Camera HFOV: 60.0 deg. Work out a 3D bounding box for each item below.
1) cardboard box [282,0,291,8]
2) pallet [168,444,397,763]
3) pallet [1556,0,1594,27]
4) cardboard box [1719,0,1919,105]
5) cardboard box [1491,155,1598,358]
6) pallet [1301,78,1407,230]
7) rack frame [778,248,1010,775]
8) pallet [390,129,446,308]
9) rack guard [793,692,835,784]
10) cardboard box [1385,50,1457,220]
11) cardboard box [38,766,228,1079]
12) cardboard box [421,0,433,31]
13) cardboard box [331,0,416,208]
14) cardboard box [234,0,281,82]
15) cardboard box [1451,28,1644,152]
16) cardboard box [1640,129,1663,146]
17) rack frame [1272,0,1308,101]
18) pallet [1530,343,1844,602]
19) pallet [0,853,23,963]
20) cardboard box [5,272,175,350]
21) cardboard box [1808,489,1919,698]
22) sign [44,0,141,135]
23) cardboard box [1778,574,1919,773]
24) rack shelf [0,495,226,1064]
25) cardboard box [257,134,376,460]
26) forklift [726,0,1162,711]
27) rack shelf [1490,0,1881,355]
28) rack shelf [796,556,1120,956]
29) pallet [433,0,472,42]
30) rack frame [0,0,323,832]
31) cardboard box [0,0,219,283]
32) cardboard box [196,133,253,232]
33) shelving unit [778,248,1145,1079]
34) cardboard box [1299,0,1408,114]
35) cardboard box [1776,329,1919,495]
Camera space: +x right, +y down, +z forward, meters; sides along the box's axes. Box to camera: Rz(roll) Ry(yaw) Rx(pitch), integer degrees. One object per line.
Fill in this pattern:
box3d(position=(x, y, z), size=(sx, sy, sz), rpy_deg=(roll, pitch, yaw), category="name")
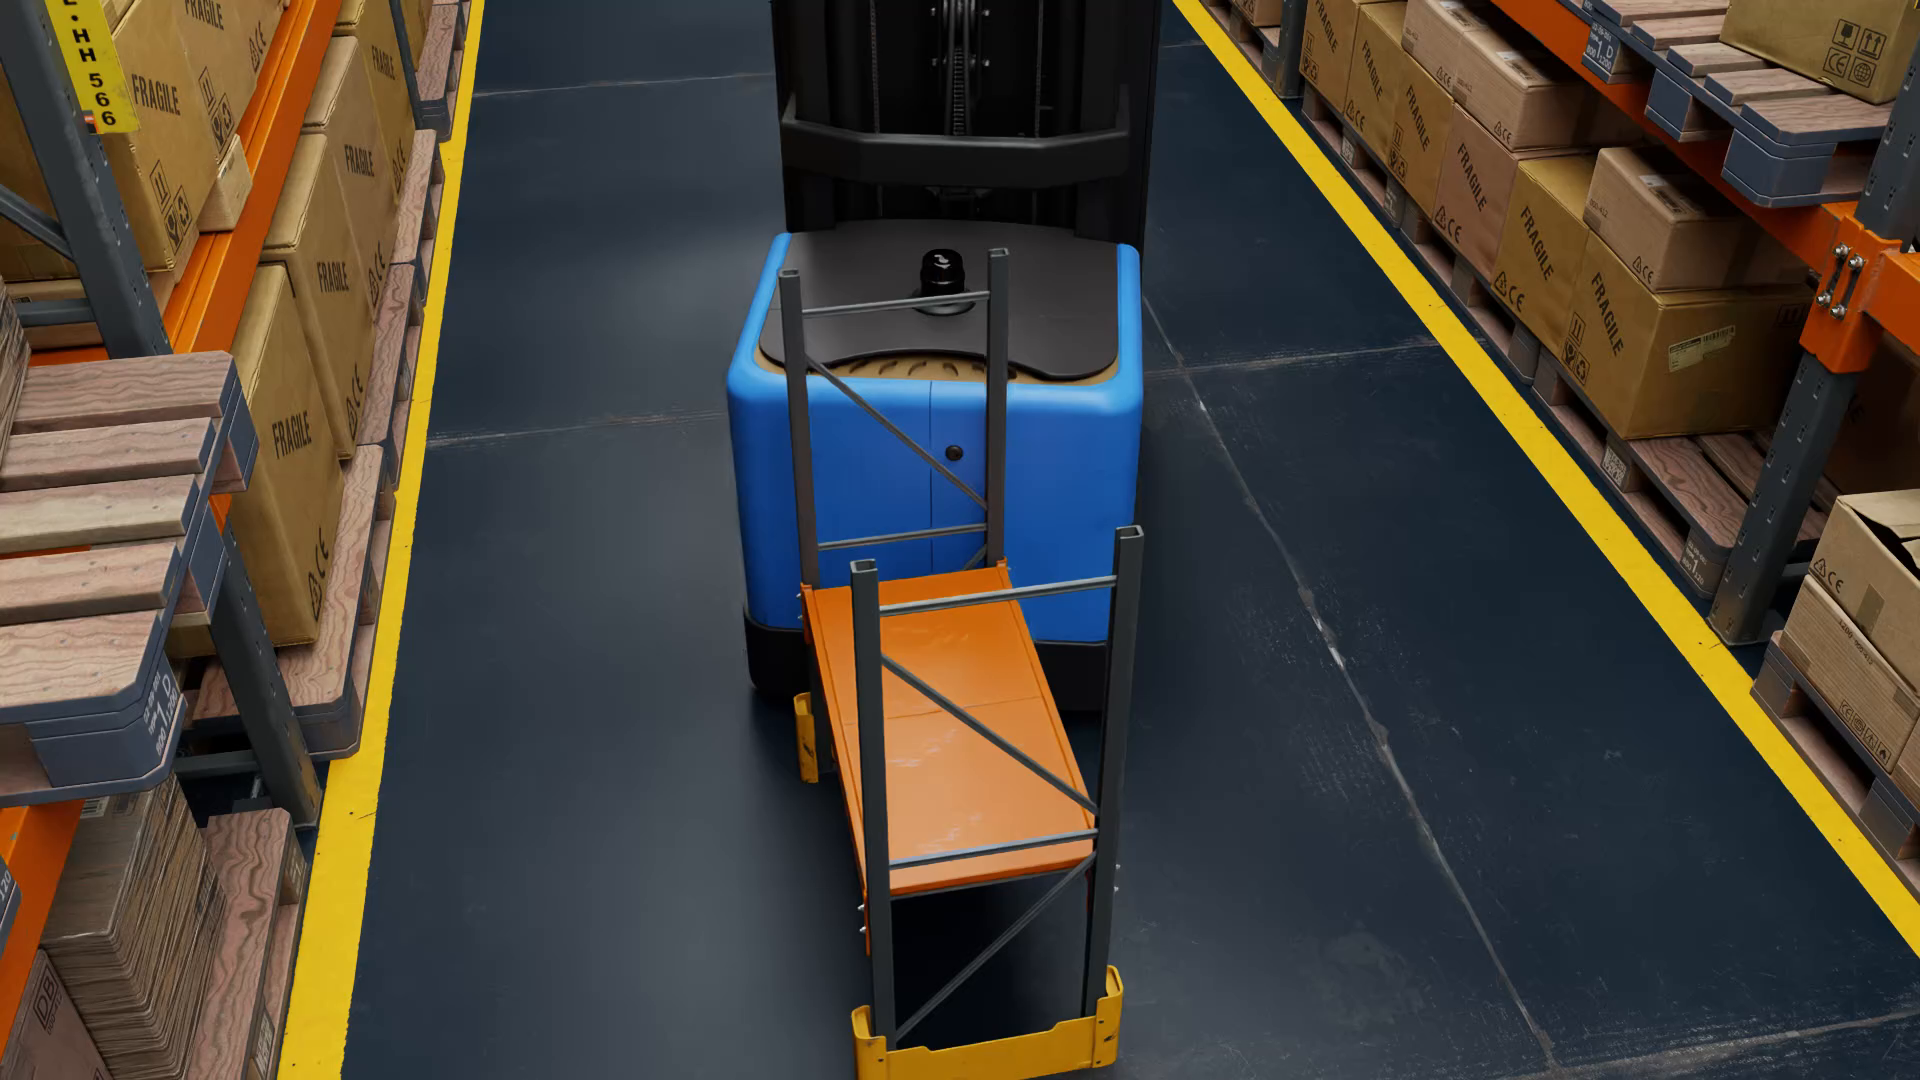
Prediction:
box3d(position=(-2.345, -1.802, 5.313), size=(0.380, 0.149, 0.250), rpy_deg=(-7, 38, -9), category="cardboard box")
box3d(position=(-2.225, 0.194, 4.828), size=(1.003, 0.211, 1.213), rpy_deg=(-6, 38, -8), category="pallet")
box3d(position=(2.370, -2.056, 5.608), size=(1.003, 0.211, 1.213), rpy_deg=(-6, 38, -8), category="pallet")
box3d(position=(2.494, -1.532, 4.353), size=(0.700, 0.500, 0.500), rpy_deg=(-19, 42, -23), category="cardboard box")
box3d(position=(2.230, -0.997, 5.767), size=(0.500, 0.500, 0.500), rpy_deg=(-8, 38, -10), category="cardboard box")
box3d(position=(2.194, -1.786, 7.376), size=(1.003, 0.211, 1.213), rpy_deg=(-6, 38, -8), category="pallet")
box3d(position=(-0.140, -0.005, 4.033), size=(0.500, 1.500, 0.032), rpy_deg=(-7, 38, -9), category="rack frame")
box3d(position=(-2.653, -1.280, 6.725), size=(1.003, 0.211, 1.213), rpy_deg=(-6, 38, -8), category="pallet")
box3d(position=(-0.140, 0.490, 4.416), size=(0.587, 0.250, 0.087), rpy_deg=(-7, 38, -9), category="rack guard")
box3d(position=(2.044, -1.619, 6.567), size=(0.500, 0.500, 0.500), rpy_deg=(-6, 38, -7), category="cardboard box")
box3d(position=(-1.984, 0.820, 3.429), size=(0.700, 0.500, 0.500), rpy_deg=(-6, 38, -7), category="cardboard box")
box3d(position=(-2.977, -2.784, 8.084), size=(0.700, 0.500, 0.500), rpy_deg=(-7, 38, -8), category="cardboard box")
box3d(position=(-2.620, -1.777, 6.503), size=(0.750, 0.750, 0.750), rpy_deg=(-6, 38, -7), category="cardboard box")
box3d(position=(-2.163, -1.526, 4.429), size=(0.500, 0.500, 0.500), rpy_deg=(-6, 38, -8), category="cardboard box")
box3d(position=(2.123, -1.631, 5.973), size=(0.500, 0.250, 0.500), rpy_deg=(-7, 38, -9), category="cardboard box")
box3d(position=(2.640, -1.384, 6.265), size=(0.500, 0.500, 0.500), rpy_deg=(-7, 38, -9), category="cardboard box")
box3d(position=(2.014, -3.374, 7.148), size=(1.000, 3.000, 0.127), rpy_deg=(-6, 38, -8), category="rack frame")
box3d(position=(2.622, -0.312, 5.479), size=(1.003, 0.211, 1.213), rpy_deg=(-6, 38, -8), category="pallet")
box3d(position=(-1.774, 0.844, 1.875), size=(1.003, 0.211, 1.213), rpy_deg=(-6, 38, -8), category="pallet")
box3d(position=(-1.991, -0.555, 3.708), size=(0.380, 0.149, 0.250), rpy_deg=(-7, 38, -9), category="cardboard box")
box3d(position=(2.518, 0.088, 4.133), size=(0.500, 0.311, 0.500), rpy_deg=(-5, 38, -6), category="cardboard box")
box3d(position=(-1.629, -0.913, 3.101), size=(0.100, 0.325, 0.005), rpy_deg=(-6, 38, -8), category="sign")
box3d(position=(2.518, 0.310, 4.305), size=(0.500, 0.250, 0.500), rpy_deg=(-6, 38, -8), category="cardboard box")
box3d(position=(-1.810, 1.069, 2.015), size=(1.077, 0.370, 4.000), rpy_deg=(-6, 38, -8), category="rack shelf")
box3d(position=(-2.308, -0.728, 5.152), size=(0.750, 0.750, 0.750), rpy_deg=(-6, 38, -8), category="cardboard box")
box3d(position=(0.034, -1.578, 4.892), size=(1.130, 2.935, 3.031), rpy_deg=(2, 38, 3), category="forklift")
box3d(position=(2.365, -1.882, 5.814), size=(1.077, 0.370, 4.000), rpy_deg=(-6, 38, -8), category="rack shelf")
box3d(position=(-0.038, 0.443, 3.750), size=(0.538, 0.185, 1.000), rpy_deg=(-7, 38, -9), category="rack shelf")
box3d(position=(-3.136, -2.944, 8.867), size=(1.003, 0.211, 1.213), rpy_deg=(-6, 38, -8), category="pallet")
box3d(position=(-2.161, -0.423, 3.349), size=(1.000, 3.000, 0.127), rpy_deg=(-6, 38, -8), category="rack frame")
box3d(position=(-1.994, -0.909, 3.634), size=(0.500, 0.500, 0.500), rpy_deg=(-5, 38, -7), category="cardboard box")
box3d(position=(-1.990, -0.878, 4.124), size=(0.380, 0.149, 0.250), rpy_deg=(-5, 38, -7), category="cardboard box")
box3d(position=(-0.039, 0.295, 3.647), size=(0.587, 1.500, 1.083), rpy_deg=(-7, 38, -9), category="shelving unit")
box3d(position=(1.859, -2.242, 7.370), size=(0.500, 0.500, 0.500), rpy_deg=(-8, 39, -10), category="cardboard box")
box3d(position=(2.917, -0.450, 5.063), size=(0.500, 0.500, 0.500), rpy_deg=(-5, 38, -6), category="cardboard box")
